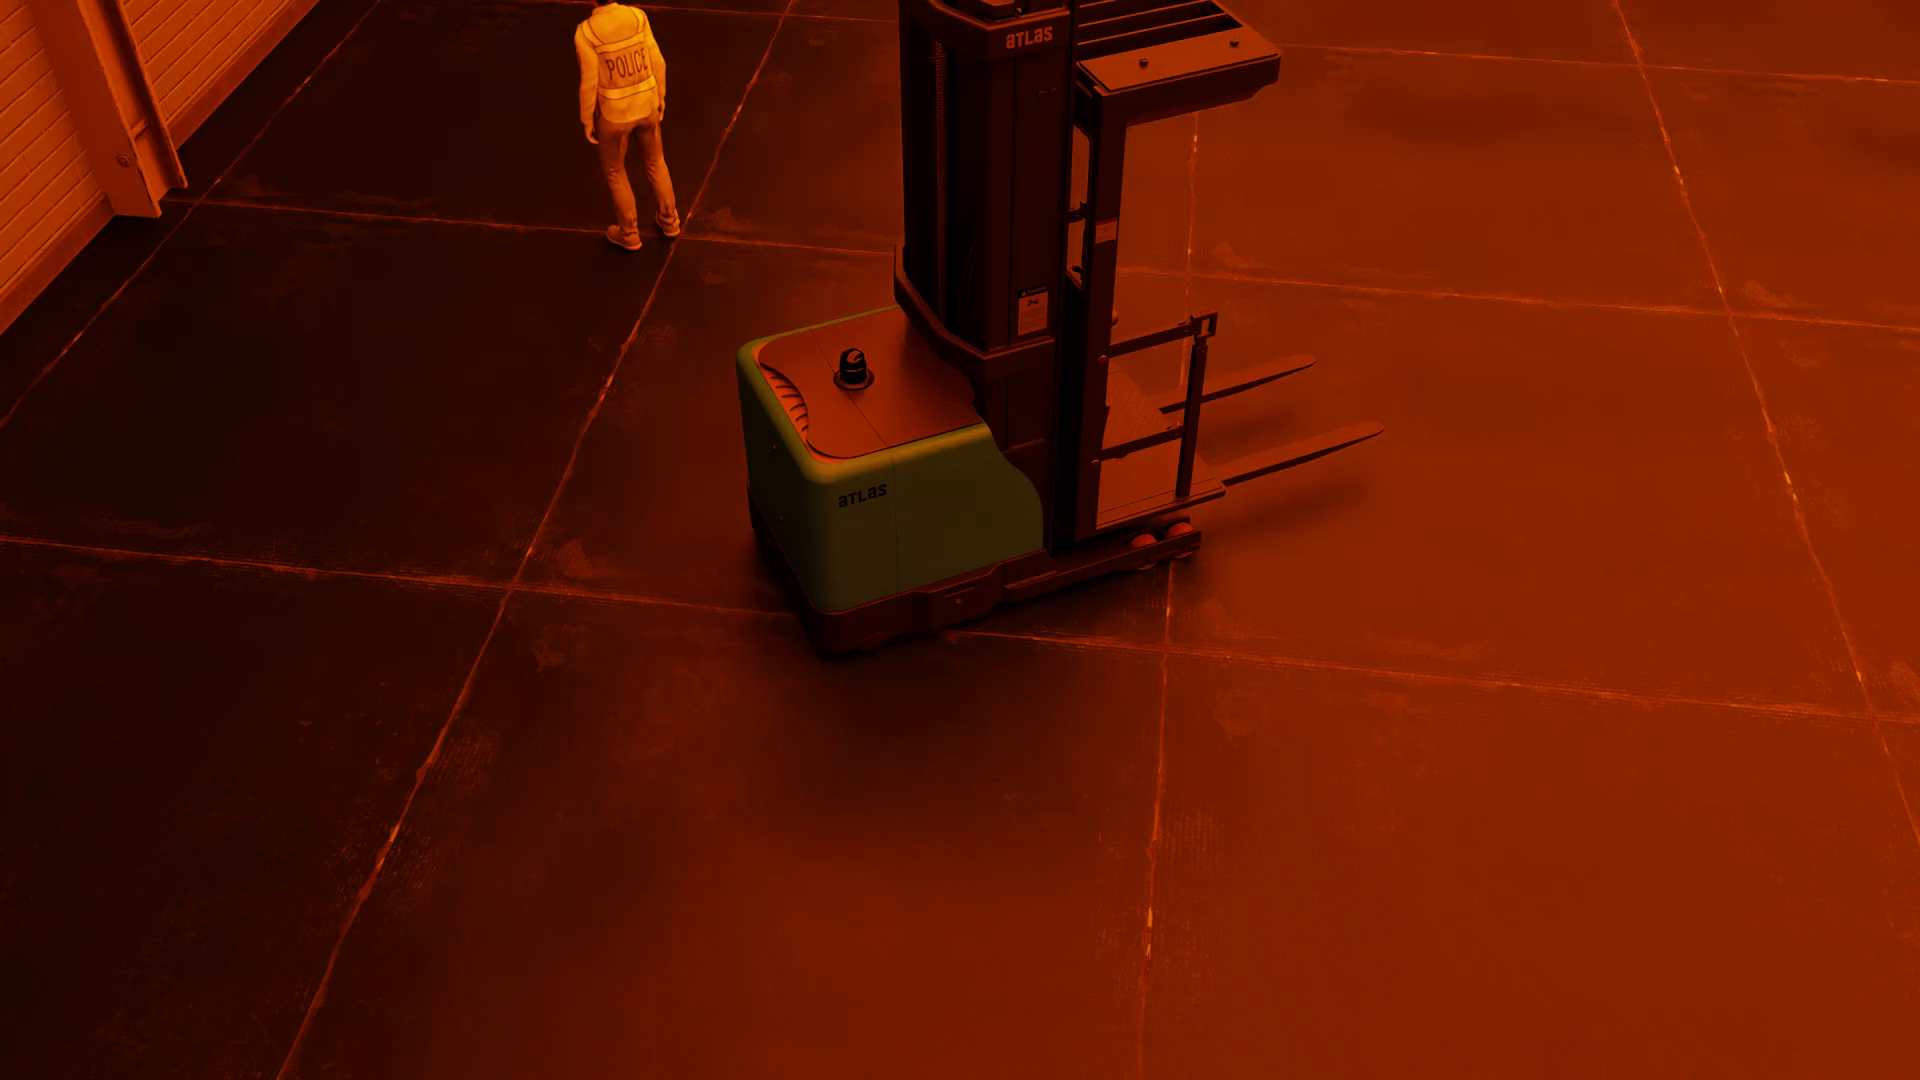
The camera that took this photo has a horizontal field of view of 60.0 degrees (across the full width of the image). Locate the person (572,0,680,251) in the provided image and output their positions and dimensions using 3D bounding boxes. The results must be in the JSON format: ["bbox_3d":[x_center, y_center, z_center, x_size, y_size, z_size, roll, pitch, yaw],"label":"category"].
[{"bbox_3d":[-1.879,-2.393,9.267,0.547,1.664,0.375,-27,49,-26],"label":"person"}]

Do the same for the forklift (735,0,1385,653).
[{"bbox_3d":[0.571,-1.252,7.087,3.031,2.935,1.130,-17,45,-17],"label":"forklift"}]
